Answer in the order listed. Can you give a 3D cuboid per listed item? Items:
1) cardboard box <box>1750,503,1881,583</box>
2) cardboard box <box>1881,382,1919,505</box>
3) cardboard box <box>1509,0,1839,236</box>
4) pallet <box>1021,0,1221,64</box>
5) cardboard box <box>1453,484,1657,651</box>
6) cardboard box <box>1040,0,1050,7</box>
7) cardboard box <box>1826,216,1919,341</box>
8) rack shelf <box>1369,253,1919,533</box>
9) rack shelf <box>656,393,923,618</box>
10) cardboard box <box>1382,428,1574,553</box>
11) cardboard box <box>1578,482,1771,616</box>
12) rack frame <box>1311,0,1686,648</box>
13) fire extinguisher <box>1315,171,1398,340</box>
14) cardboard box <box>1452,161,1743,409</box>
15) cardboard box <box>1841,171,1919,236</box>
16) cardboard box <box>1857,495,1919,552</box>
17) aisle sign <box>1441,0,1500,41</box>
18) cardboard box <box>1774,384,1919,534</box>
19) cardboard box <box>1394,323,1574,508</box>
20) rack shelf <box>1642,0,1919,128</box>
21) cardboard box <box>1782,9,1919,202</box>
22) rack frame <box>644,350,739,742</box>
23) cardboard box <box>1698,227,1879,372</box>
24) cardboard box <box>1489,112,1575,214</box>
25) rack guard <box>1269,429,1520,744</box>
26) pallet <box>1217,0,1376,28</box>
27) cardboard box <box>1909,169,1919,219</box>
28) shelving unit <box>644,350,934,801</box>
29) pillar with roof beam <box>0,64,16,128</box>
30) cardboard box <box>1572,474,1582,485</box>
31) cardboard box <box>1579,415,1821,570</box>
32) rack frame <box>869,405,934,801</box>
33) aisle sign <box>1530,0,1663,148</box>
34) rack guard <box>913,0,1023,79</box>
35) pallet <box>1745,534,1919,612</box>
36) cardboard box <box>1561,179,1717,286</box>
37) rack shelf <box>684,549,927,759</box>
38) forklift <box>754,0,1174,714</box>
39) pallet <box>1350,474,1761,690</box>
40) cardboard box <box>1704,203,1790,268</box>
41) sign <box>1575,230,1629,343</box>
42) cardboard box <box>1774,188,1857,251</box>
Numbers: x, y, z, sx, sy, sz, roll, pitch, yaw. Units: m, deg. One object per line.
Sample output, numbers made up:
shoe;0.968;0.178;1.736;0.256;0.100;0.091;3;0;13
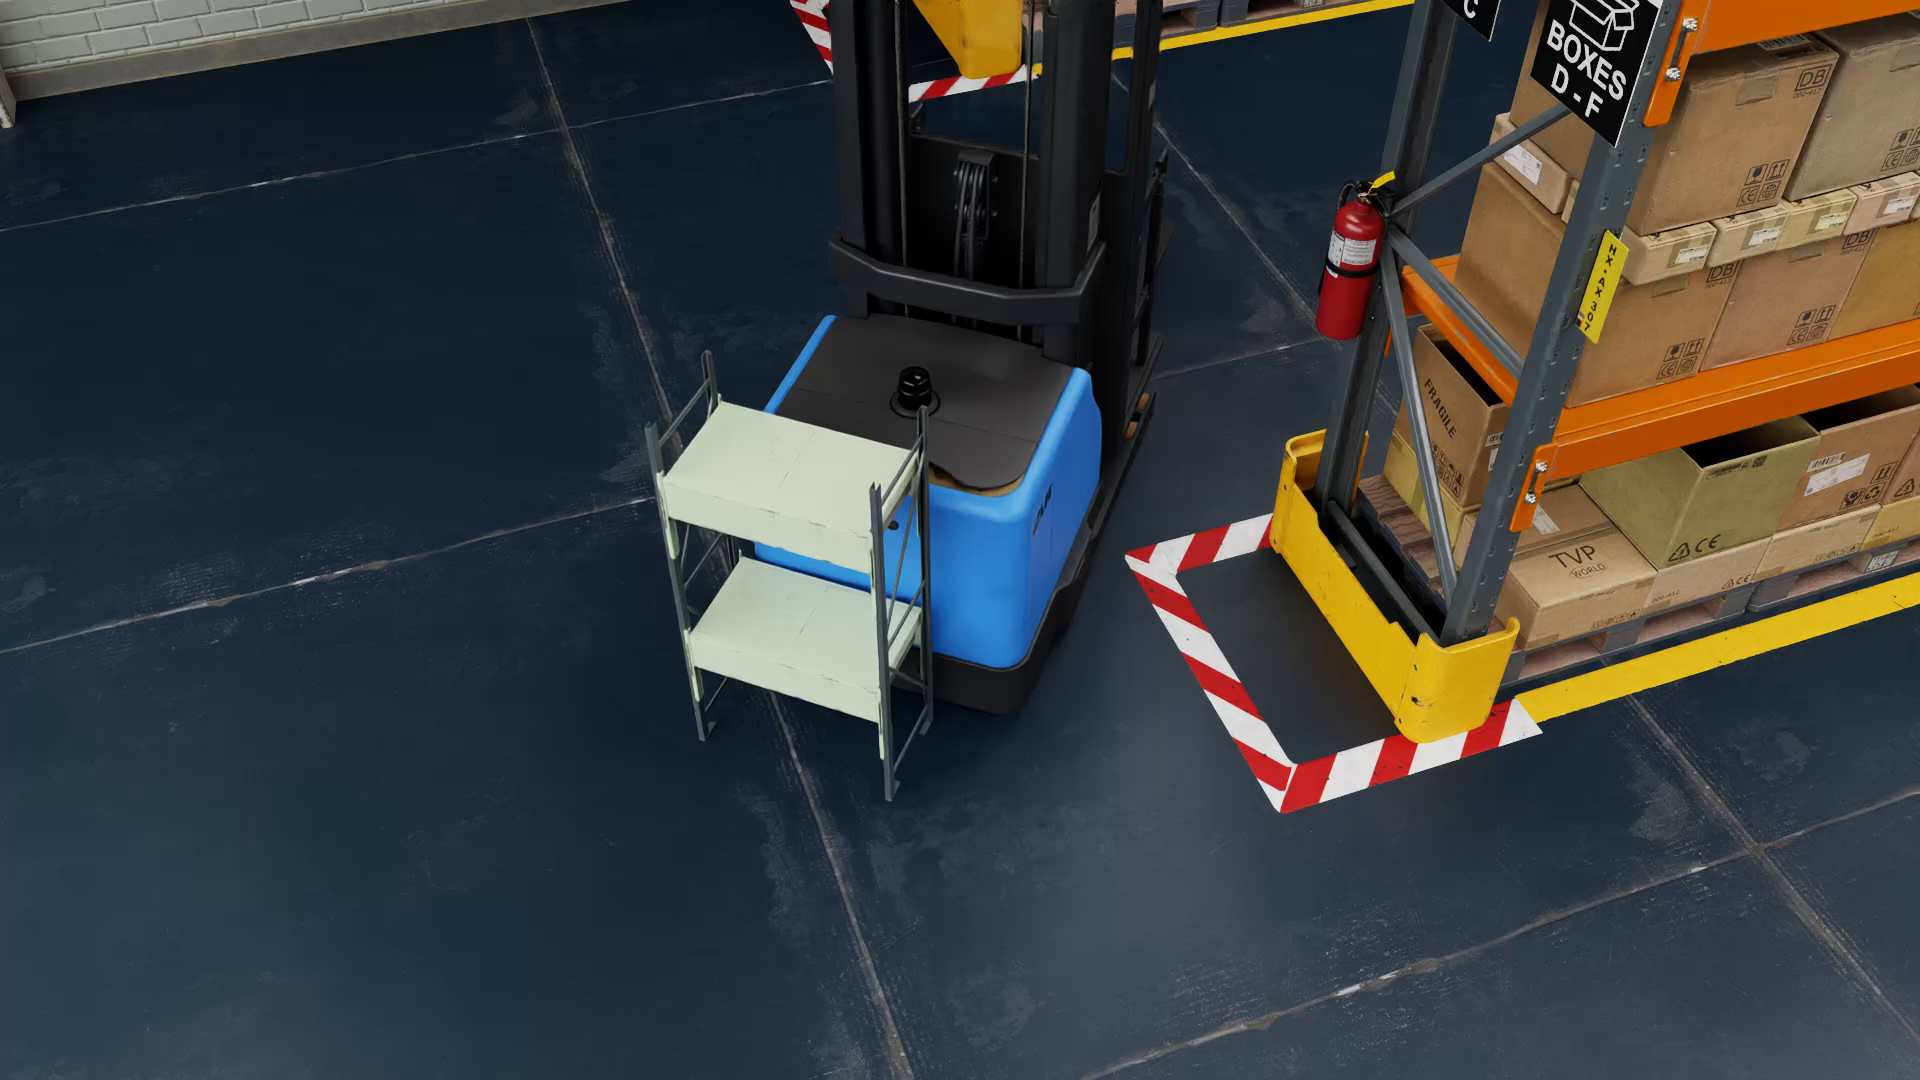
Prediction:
cardboard box;3.138;-0.147;6.423;0.500;0.250;0.500;-14;47;-14
cardboard box;3.610;-0.528;6.274;0.500;0.500;0.500;-14;47;-14
cardboard box;2.112;-1.355;4.997;0.500;0.500;0.700;-14;47;-14
pallet;0.781;-3.251;9.841;1.213;0.211;1.003;-14;47;-14
cardboard box;2.198;0.096;6.181;0.500;0.250;0.500;-14;47;-14
cardboard box;0.614;-3.358;9.566;0.500;0.311;0.500;-19;48;-18
cardboard box;3.023;-1.130;5.688;0.500;0.500;0.700;-14;47;-14
rack shelf;3.500;-0.973;6.110;4.000;0.370;1.077;-14;47;-14
rack shelf;-0.520;-0.115;5.255;0.720;0.370;0.431;15;47;15
cardboard box;2.022;-0.249;6.525;0.500;0.250;0.500;-14;47;-14
cardboard box;2.667;-0.027;6.304;0.500;0.250;0.500;-14;47;-14
rack frame;1.618;-0.746;5.375;0.127;3.000;1.000;-14;47;-14
fire extinguisher;1.349;-0.999;5.683;0.183;0.674;0.296;-14;47;-14
cardboard box;2.062;-0.885;5.443;0.500;0.500;0.700;-14;47;-14
cardboard box;2.781;-1.144;5.244;0.250;0.149;0.380;-15;47;-14
cardboard box;3.610;-0.264;6.540;0.500;0.250;0.500;-14;47;-14
aisle sign;1.457;-1.843;4.634;0.004;0.787;0.394;-14;47;-14
cardboard box;3.134;-0.419;6.165;0.500;0.500;0.500;-14;47;-14
cardboard box;2.022;-0.515;6.261;0.500;0.500;0.500;-14;47;-14
rack shelf;3.500;-2.032;5.047;4.000;0.370;1.077;-14;47;-14
cardboard box;2.604;-1.485;5.126;0.500;0.500;0.700;-15;47;-15
rack frame;-0.862;0.066;5.625;0.023;1.500;0.400;15;47;15
cardboard box;2.554;-1.014;5.572;0.500;0.500;0.700;-13;47;-13
cardboard box;1.913;-1.229;5.328;0.250;0.149;0.380;-15;47;-15
rack guard;1.596;0.143;6.255;0.348;0.500;1.175;-14;47;-14
pallet;1.926;-3.541;10.131;1.213;0.211;1.003;-14;47;-14
cardboard box;3.031;-1.210;5.310;0.250;0.149;0.380;-16;47;-15
shelving unit;-0.520;0.160;5.531;0.755;1.500;0.431;15;47;15
pillar with roof beam;-3.884;-2.596;2.984;0.400;9.000;9.100;-14;47;-14
cardboard box;2.489;-0.377;6.653;0.500;0.250;0.500;-14;47;-14
cardboard box;2.668;-0.290;6.037;0.500;0.500;0.500;-14;47;-14
rack frame;-0.179;0.254;5.438;0.023;1.500;0.400;15;47;15
aisle sign;1.661;-1.443;4.235;0.004;0.787;0.394;-14;47;-14
rack guard;0.004;-3.181;9.567;0.348;0.500;1.175;-14;47;-14
pallet;3.469;-0.264;6.864;1.213;0.211;1.003;-14;47;-14
cardboard box;2.061;-0.961;5.061;0.250;0.149;0.380;-15;47;-14
rack shelf;-0.520;0.390;5.762;0.720;0.370;0.431;15;47;15
forklift;0.211;-1.468;6.144;1.130;2.935;3.031;14;47;13
pallet;2.323;0.027;6.574;1.213;0.211;1.003;-14;47;-14
cardboard box;2.308;-1.026;5.126;0.250;0.149;0.380;-15;47;-15
sign;1.801;-0.708;4.671;0.005;0.325;0.100;-14;47;-14
cardboard box;2.543;-1.085;5.185;0.250;0.149;0.380;-14;47;-14
